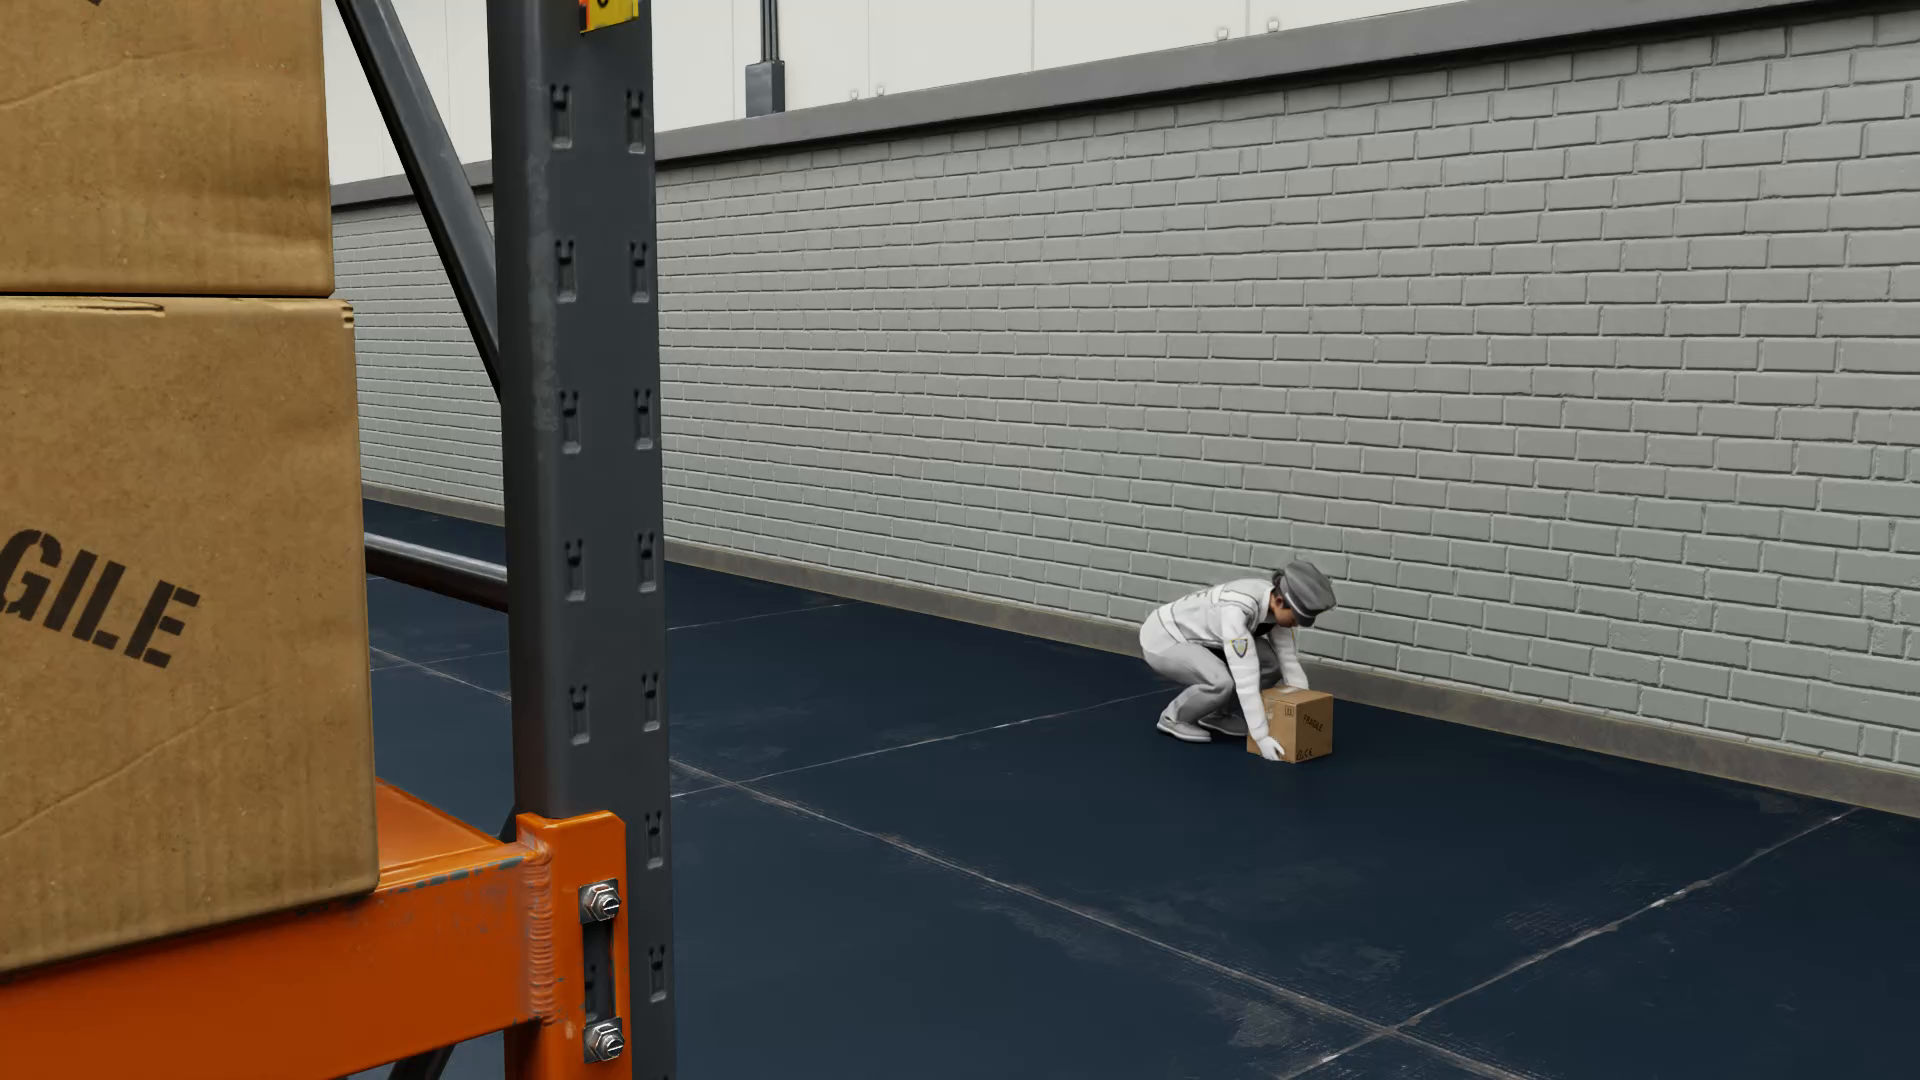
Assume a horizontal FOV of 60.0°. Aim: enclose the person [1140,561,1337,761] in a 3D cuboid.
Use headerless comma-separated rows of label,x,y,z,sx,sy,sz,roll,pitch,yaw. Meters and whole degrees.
person,1.174,0.487,7.088,0.473,0.851,0.873,-7,10,-41
